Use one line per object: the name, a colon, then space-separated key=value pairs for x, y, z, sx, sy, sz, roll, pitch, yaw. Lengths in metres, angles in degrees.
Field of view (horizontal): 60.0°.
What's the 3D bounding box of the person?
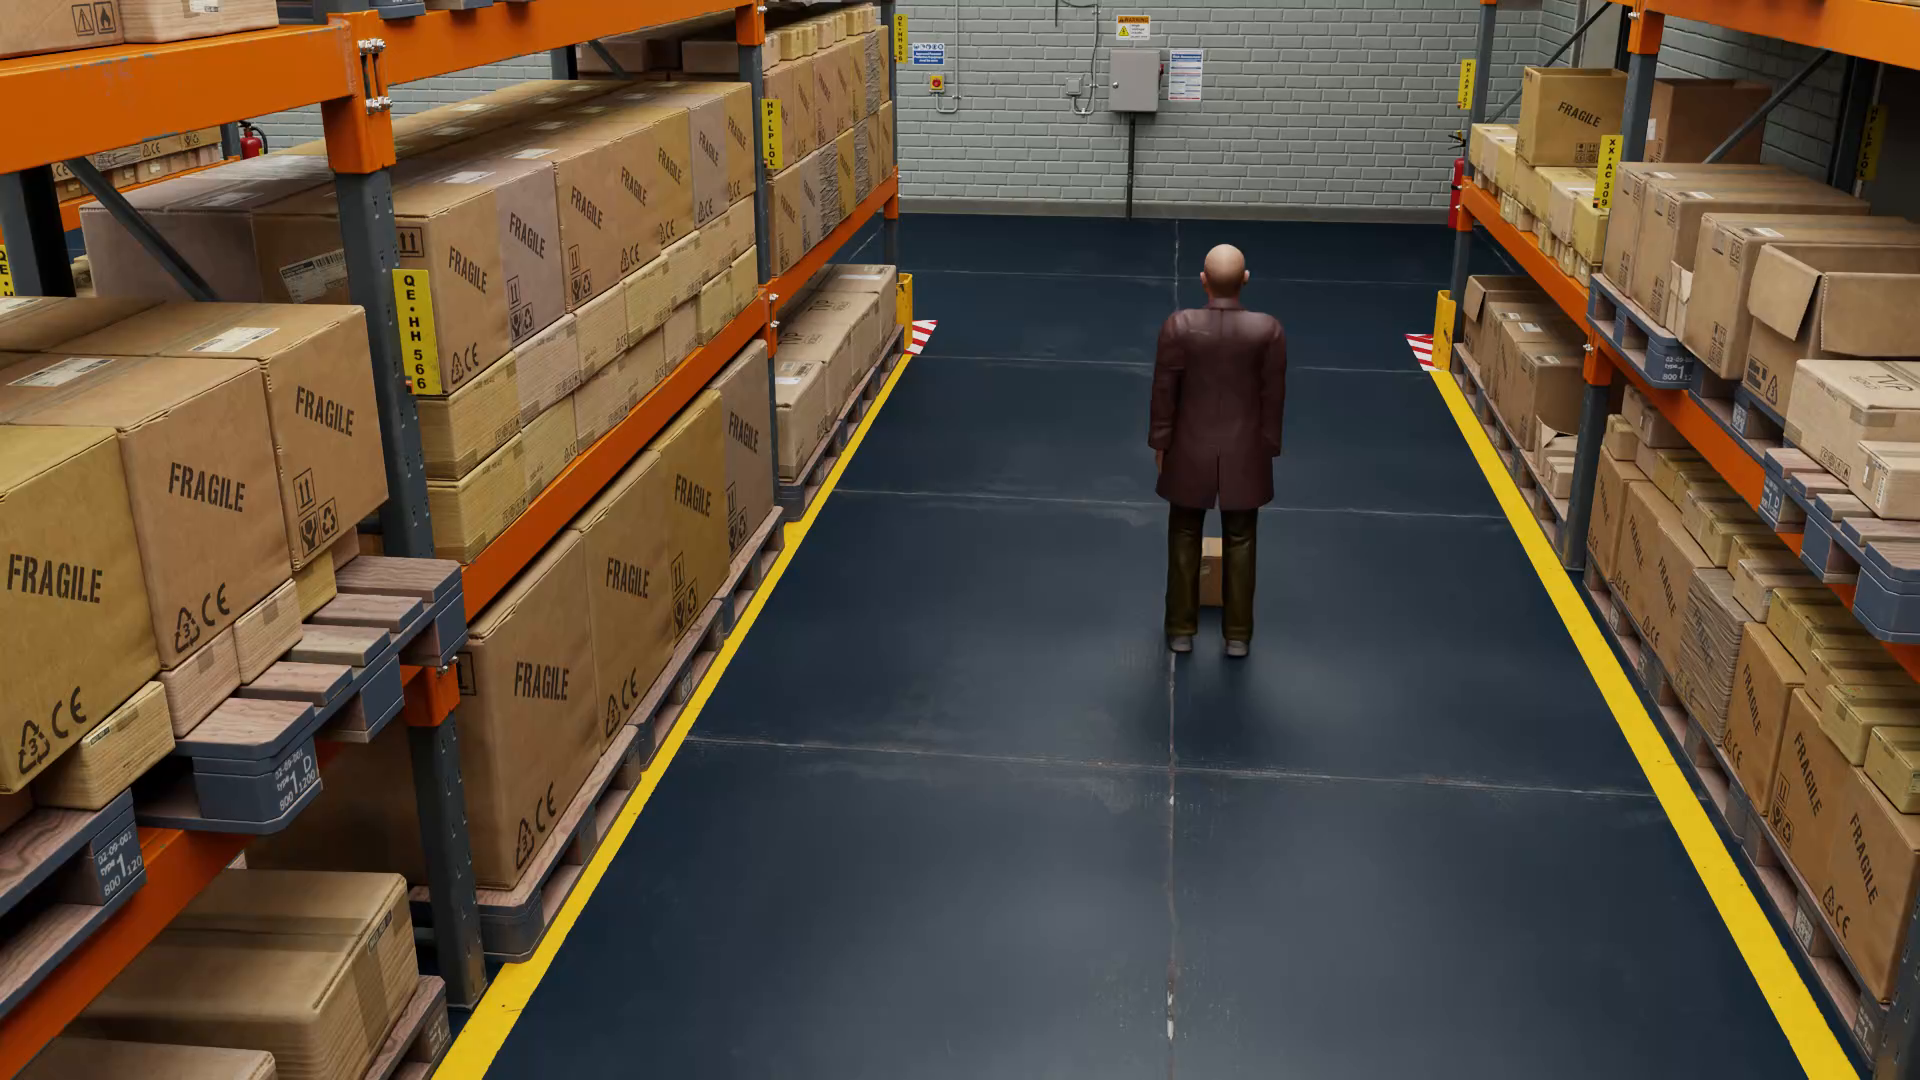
person: x=1.086 y=-0.384 z=7.115 sx=0.562 sy=1.776 sz=0.390 roll=3 pitch=21 yaw=8
